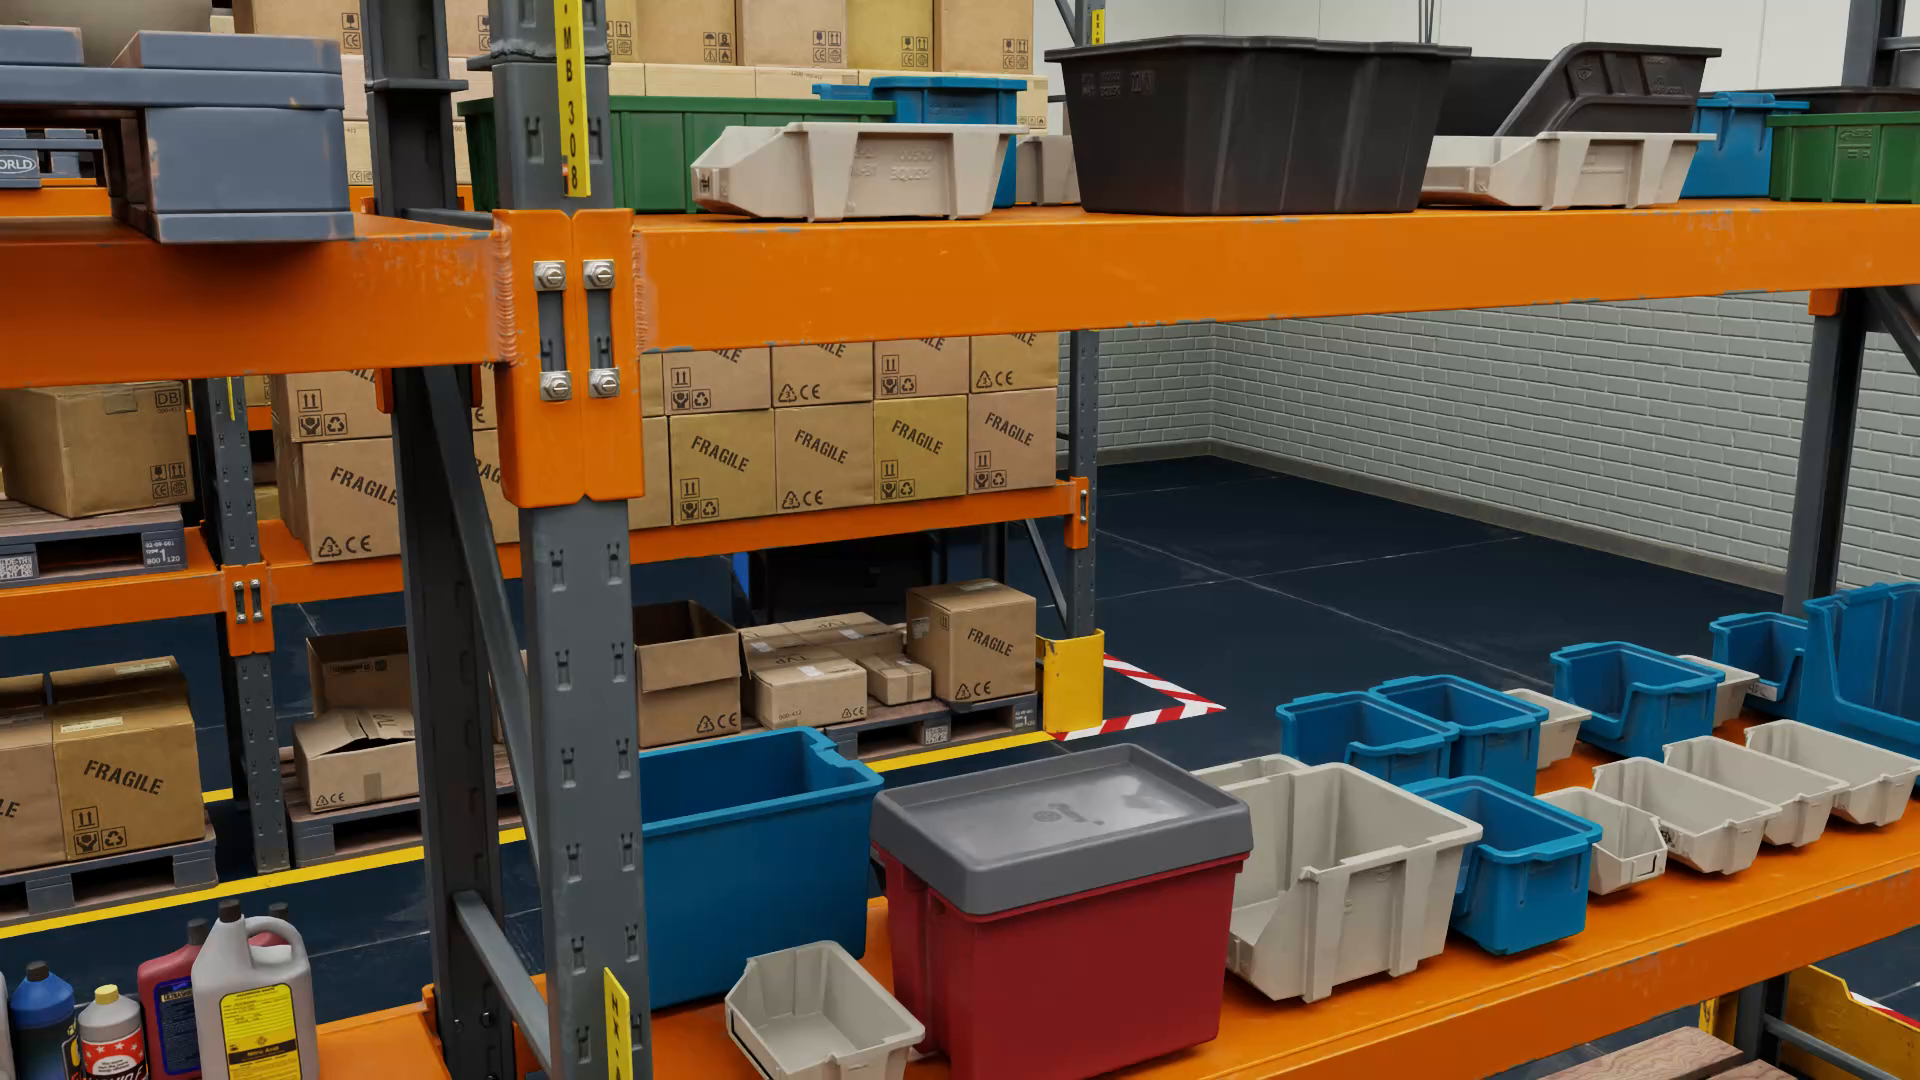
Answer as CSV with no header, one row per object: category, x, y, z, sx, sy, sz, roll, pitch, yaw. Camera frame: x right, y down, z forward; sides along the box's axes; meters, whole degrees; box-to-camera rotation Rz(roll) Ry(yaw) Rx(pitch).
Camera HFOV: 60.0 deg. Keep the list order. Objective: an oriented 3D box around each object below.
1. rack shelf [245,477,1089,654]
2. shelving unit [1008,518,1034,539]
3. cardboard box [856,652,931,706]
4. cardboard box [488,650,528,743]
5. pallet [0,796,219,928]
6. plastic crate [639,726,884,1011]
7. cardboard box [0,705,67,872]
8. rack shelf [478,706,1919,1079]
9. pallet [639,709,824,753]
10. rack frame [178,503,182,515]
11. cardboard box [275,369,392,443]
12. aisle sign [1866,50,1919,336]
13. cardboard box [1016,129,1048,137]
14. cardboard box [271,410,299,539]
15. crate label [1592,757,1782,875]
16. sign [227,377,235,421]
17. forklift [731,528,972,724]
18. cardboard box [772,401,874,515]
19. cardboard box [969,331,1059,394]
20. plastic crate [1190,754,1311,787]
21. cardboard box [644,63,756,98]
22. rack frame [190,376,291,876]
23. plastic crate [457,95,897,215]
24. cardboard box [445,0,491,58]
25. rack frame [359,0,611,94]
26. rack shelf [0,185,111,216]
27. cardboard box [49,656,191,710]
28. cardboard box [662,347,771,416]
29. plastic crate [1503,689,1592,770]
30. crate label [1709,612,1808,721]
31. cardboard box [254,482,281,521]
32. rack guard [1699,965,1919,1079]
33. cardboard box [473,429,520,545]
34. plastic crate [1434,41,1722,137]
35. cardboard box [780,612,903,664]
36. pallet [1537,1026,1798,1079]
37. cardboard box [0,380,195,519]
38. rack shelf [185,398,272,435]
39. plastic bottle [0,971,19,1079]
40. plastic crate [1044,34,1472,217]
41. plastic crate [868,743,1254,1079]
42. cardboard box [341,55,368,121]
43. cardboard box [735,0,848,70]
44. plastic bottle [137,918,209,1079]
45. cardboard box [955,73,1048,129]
rack shelf,-1.342,-0.029,8.045,4.000,0.370,1.077,-7,14,-28
shelving unit,0.006,-0.549,12.989,1.048,1.125,0.538,-7,14,-28
cardboard box,-0.344,0.707,8.586,0.250,0.166,0.380,-7,14,-28
cardboard box,-2.075,0.734,8.138,0.500,0.311,0.500,-7,14,-28
pallet,-3.793,1.284,6.925,1.213,0.211,1.003,-7,14,-28
plastic crate,-0.481,0.649,3.293,0.575,0.384,0.392,-7,14,-28
cardboard box,-3.831,0.993,6.557,0.500,0.500,0.500,-7,14,-28
rack shelf,1.028,0.926,3.802,4.000,0.370,1.077,-7,14,-28
pallet,-1.422,0.990,8.232,1.213,0.211,1.003,-7,14,-28
rack frame,-5.474,-1.124,11.271,0.127,3.000,1.000,-7,14,-28
cardboard box,-2.549,-0.702,6.890,0.500,0.500,0.500,-6,14,-26
aisle sign,2.704,-0.969,4.660,0.004,0.787,0.394,-7,14,-28
cardboard box,0.089,-1.876,8.122,0.500,0.250,0.500,-7,14,-28
cardboard box,-2.782,-0.320,7.474,0.500,0.500,0.500,-7,14,-27
crate label,1.660,0.646,3.869,0.243,0.136,0.396,-7,14,-28
sign,-2.828,-0.628,6.430,0.005,0.325,0.100,-7,14,-28
forklift,-0.640,-0.660,9.368,1.130,2.935,3.031,-3,13,-14
cardboard box,-0.743,-0.433,7.973,0.500,0.500,0.500,-7,14,-27
cardboard box,0.155,-1.027,8.337,0.500,0.500,0.500,-7,14,-28
plastic crate,0.657,0.644,3.881,0.466,0.136,0.293,-7,14,-28
cardboard box,-1.230,-1.963,7.371,0.500,0.250,0.500,-7,14,-28
rack frame,-3.097,-0.170,7.031,0.127,3.000,1.000,-7,14,-28
plastic crate,-0.500,-0.678,2.938,0.662,0.188,0.450,-7,14,-28
cardboard box,-2.182,-2.253,6.953,0.500,0.500,0.700,-7,14,-28
rack frame,-0.727,-2.141,2.129,0.127,3.000,1.000,-7,14,-28
rack shelf,-4.853,-1.072,5.846,4.000,0.370,1.077,-7,14,-28
cardboard box,-3.639,0.839,7.240,0.500,0.500,0.500,-8,15,-30
cardboard box,-1.192,-0.864,7.613,0.500,0.500,0.500,-6,14,-26
plastic crate,1.493,0.516,4.450,0.298,0.136,0.250,-7,14,-28
crate label,2.409,0.379,4.836,0.303,0.233,0.416,-7,14,-28
cardboard box,-4.769,-0.168,11.761,0.500,0.500,0.700,-7,14,-27
rack guard,2.798,1.579,4.954,0.348,0.500,1.175,-7,14,-28
cardboard box,-2.072,-0.274,7.267,0.500,0.500,0.500,-7,14,-27
plastic crate,1.311,-0.961,3.856,0.767,0.338,0.504,-7,14,-28
cardboard box,-0.639,0.592,8.910,0.500,0.250,0.500,-7,14,-28
pallet,2.041,1.804,4.611,1.213,0.211,1.003,-7,14,-28
cardboard box,-3.620,-0.417,6.944,0.700,0.500,0.500,11,17,41
rack shelf,-3.719,-0.983,12.285,4.000,0.370,1.077,-7,14,-28
plastic bottle,-1.637,0.860,2.740,0.135,0.276,0.152,-7,14,-28
plastic crate,0.494,-0.692,2.819,0.590,0.269,0.497,-7,14,-28
plastic crate,0.177,0.679,2.977,0.583,0.464,0.402,-7,14,-28
cardboard box,-2.552,-1.807,6.678,0.500,0.250,0.500,-7,14,-28
cardboard box,-0.897,-2.424,7.710,0.500,0.500,0.700,-7,14,-28
plastic bottle,-1.371,0.813,2.932,0.133,0.283,0.061,-7,14,-28
cardboard box,0.085,-2.121,8.075,0.500,0.250,0.500,-7,14,-28
